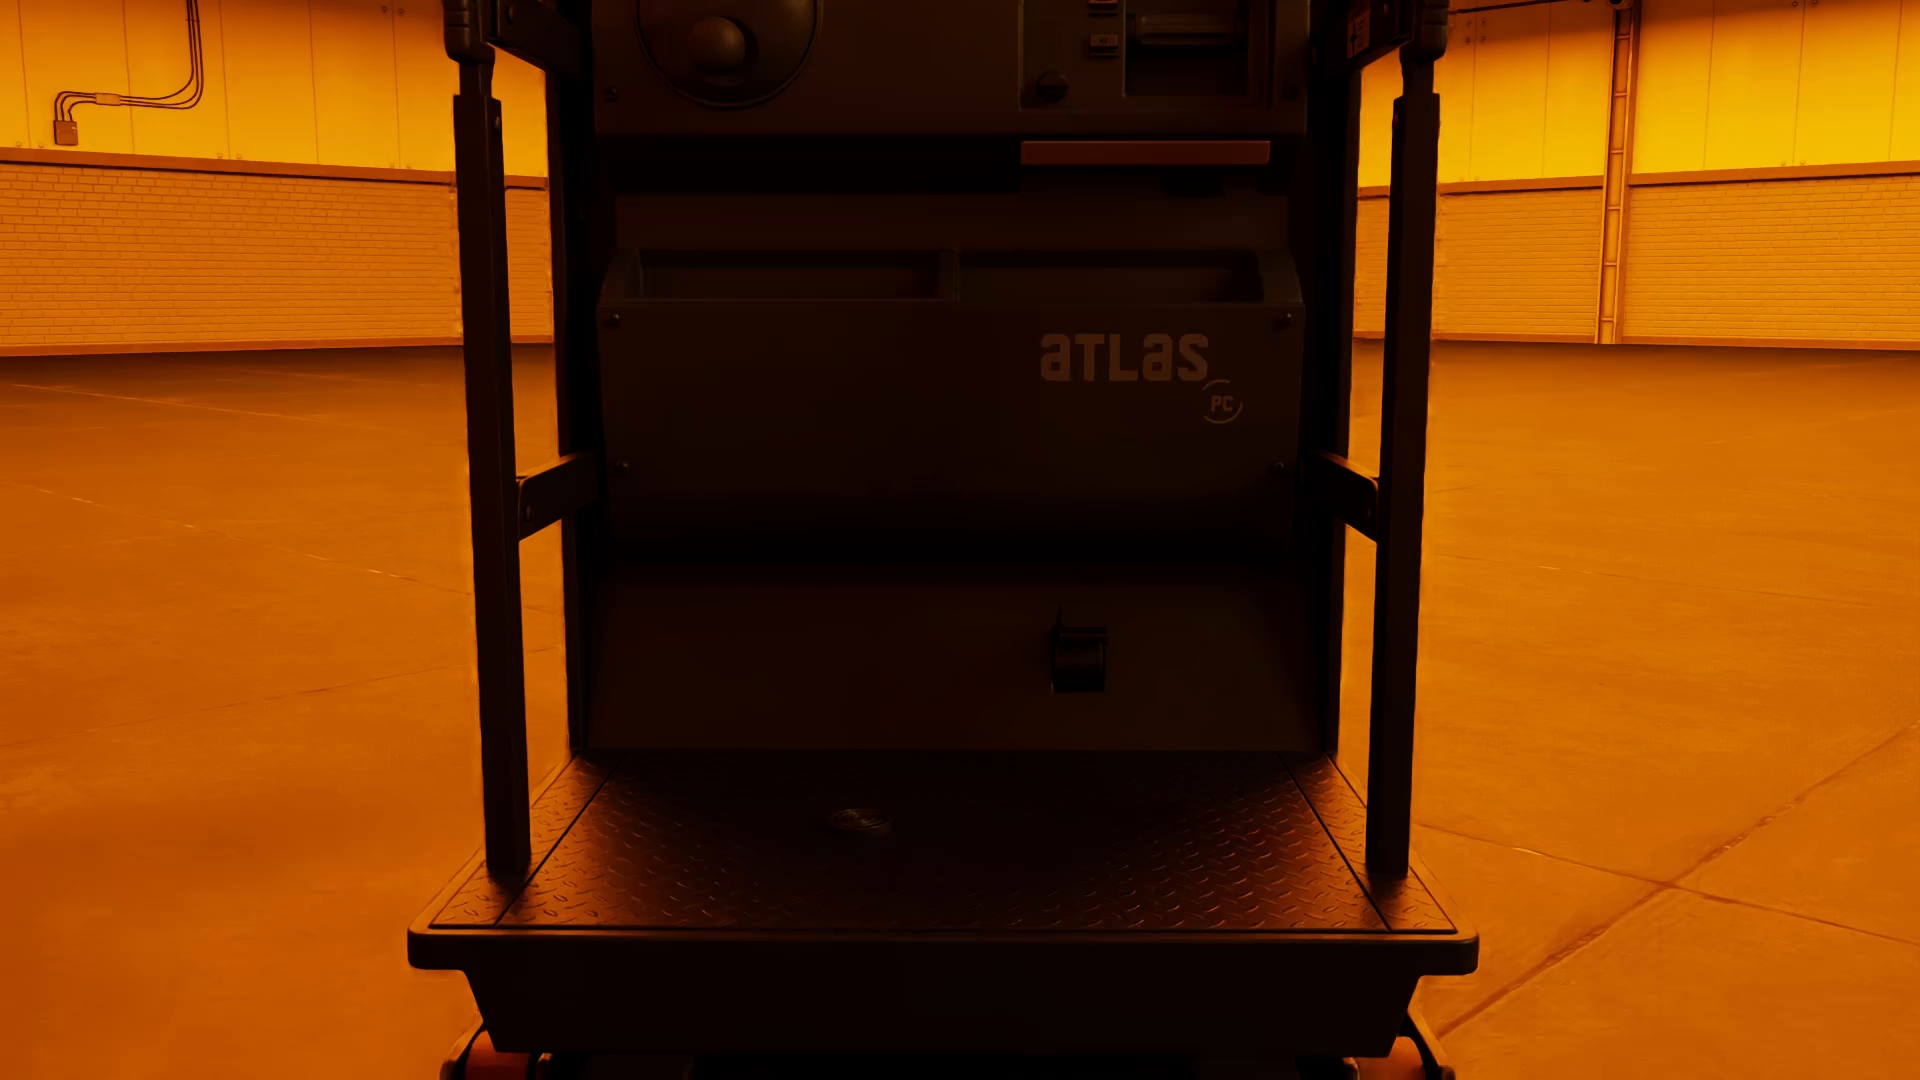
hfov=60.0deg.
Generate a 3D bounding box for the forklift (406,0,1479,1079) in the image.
[{"bbox_3d":[-0.013,-0.768,1.971,1.130,2.935,3.031,0,9,1],"label":"forklift"}]
